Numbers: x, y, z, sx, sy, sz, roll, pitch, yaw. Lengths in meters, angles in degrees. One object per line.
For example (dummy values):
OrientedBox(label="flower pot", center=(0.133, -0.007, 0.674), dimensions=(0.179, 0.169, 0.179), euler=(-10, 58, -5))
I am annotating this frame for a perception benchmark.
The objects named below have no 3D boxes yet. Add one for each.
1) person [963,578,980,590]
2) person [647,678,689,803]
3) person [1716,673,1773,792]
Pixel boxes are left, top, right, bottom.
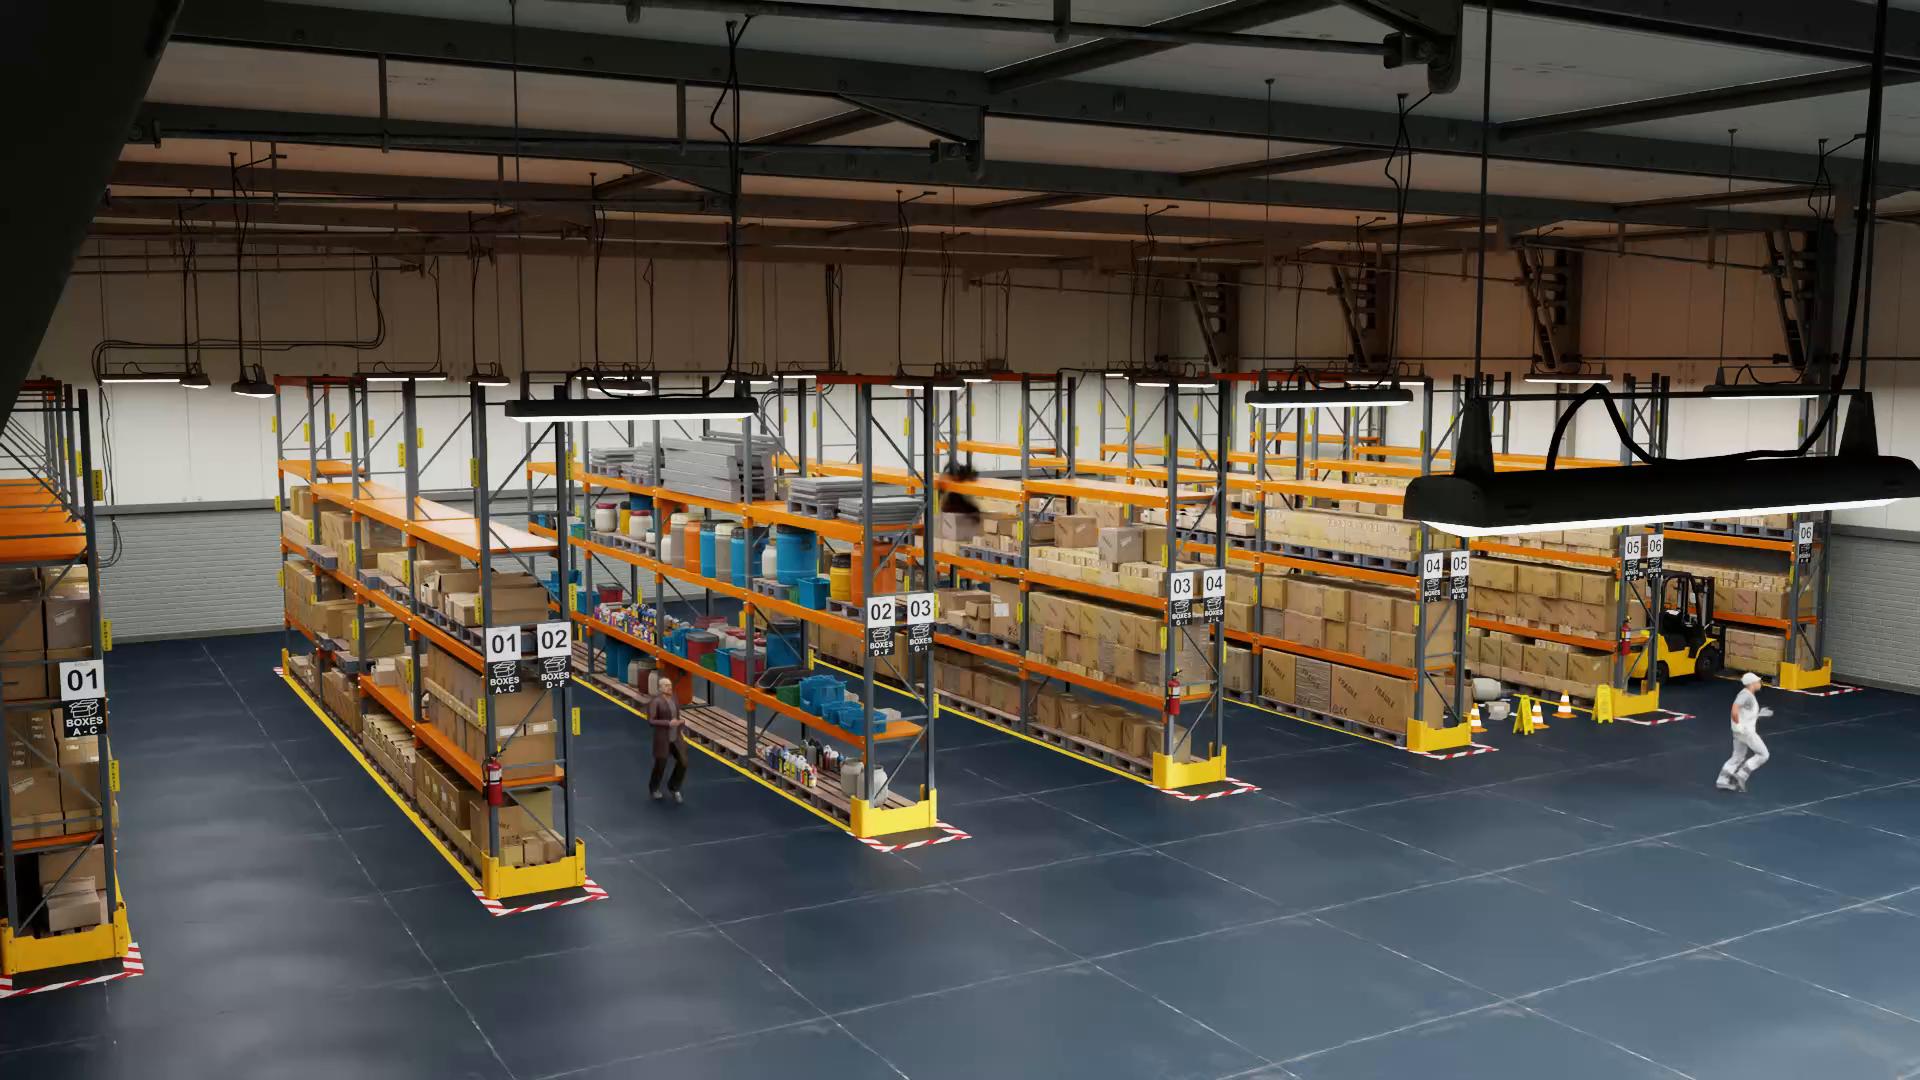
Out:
OrientedBox(label="person", center=(0.316, 0.881, 41.990), dimensions=(0.722, 1.791, 0.682), euler=(2, 6, 14))
OrientedBox(label="person", center=(-4.171, 2.971, 23.683), dimensions=(0.812, 1.637, 0.699), euler=(6, 9, 44))
OrientedBox(label="person", center=(11.442, 2.800, 24.220), dimensions=(0.735, 1.750, 0.647), euler=(2, 6, 15))
